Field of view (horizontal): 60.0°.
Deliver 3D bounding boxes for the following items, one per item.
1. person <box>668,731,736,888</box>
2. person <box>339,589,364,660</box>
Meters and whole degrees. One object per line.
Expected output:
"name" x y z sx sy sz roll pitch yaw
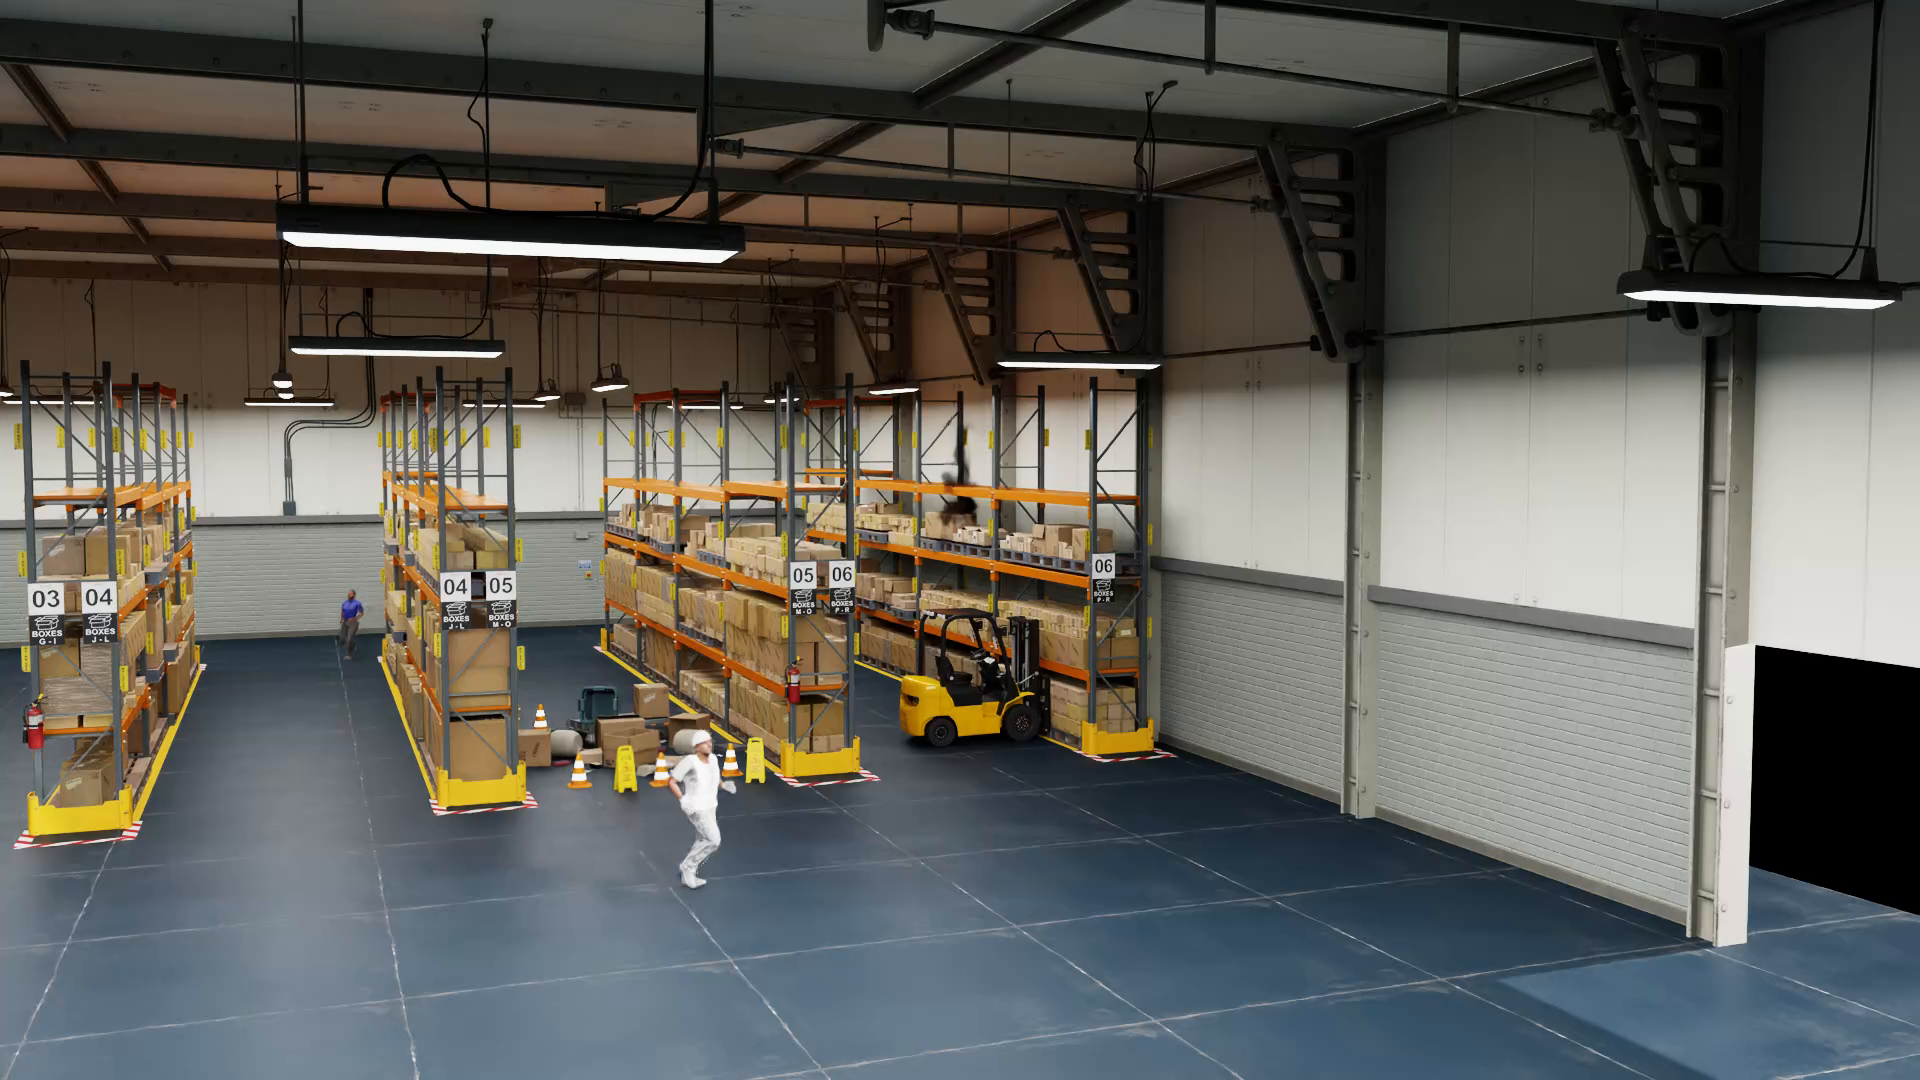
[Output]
"person" -2.831 2.999 18.570 0.624 1.746 0.658 1 4 22
"person" -13.904 1.932 37.996 0.584 1.591 0.534 0 3 5
